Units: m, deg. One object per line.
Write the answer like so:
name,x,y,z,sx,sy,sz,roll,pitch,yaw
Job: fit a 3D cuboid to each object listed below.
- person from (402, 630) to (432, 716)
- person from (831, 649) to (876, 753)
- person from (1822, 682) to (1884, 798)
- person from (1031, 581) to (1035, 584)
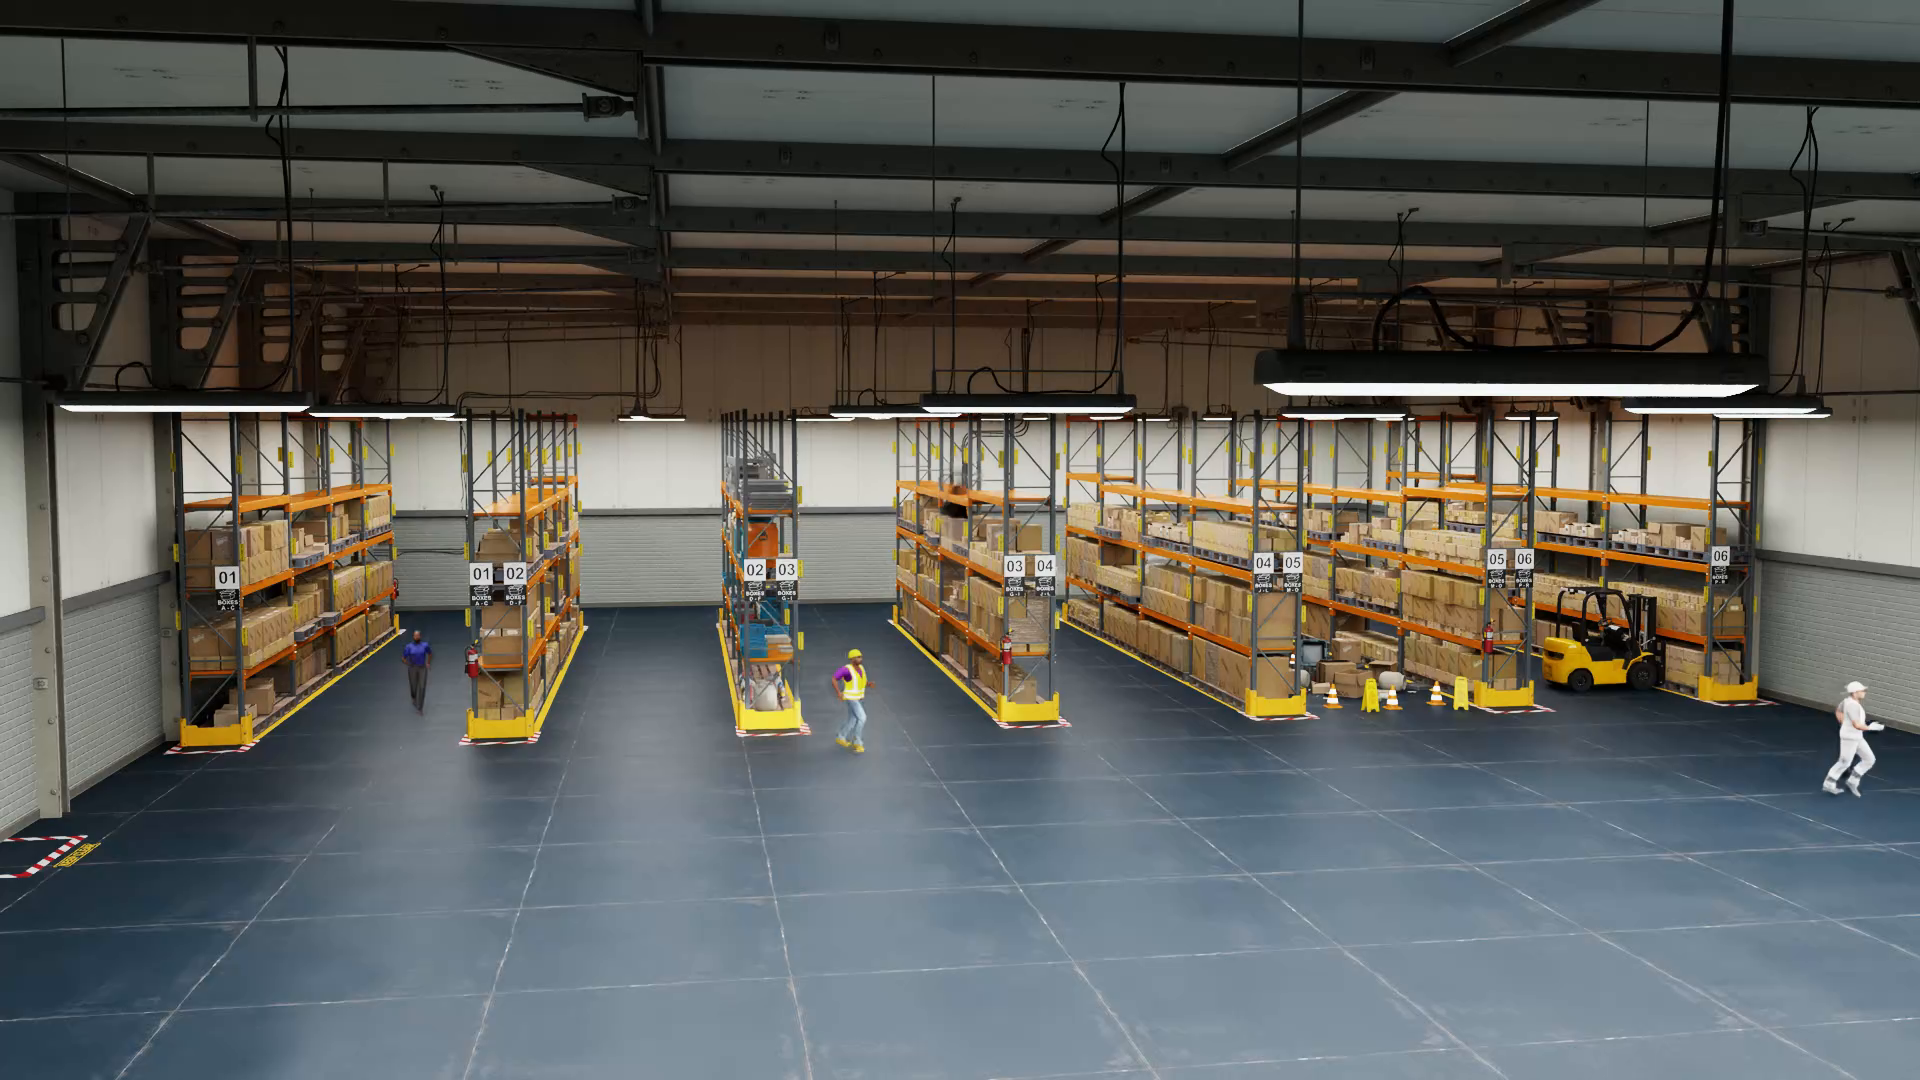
person,-10.746,2.614,32.959,0.579,1.637,0.851,-2,4,-21
person,-1.860,2.822,29.165,0.778,1.827,0.681,2,4,25
person,13.676,3.057,25.435,0.804,1.797,0.643,3,5,35
person,1.905,1.557,47.575,0.727,1.714,0.626,0,4,-1
